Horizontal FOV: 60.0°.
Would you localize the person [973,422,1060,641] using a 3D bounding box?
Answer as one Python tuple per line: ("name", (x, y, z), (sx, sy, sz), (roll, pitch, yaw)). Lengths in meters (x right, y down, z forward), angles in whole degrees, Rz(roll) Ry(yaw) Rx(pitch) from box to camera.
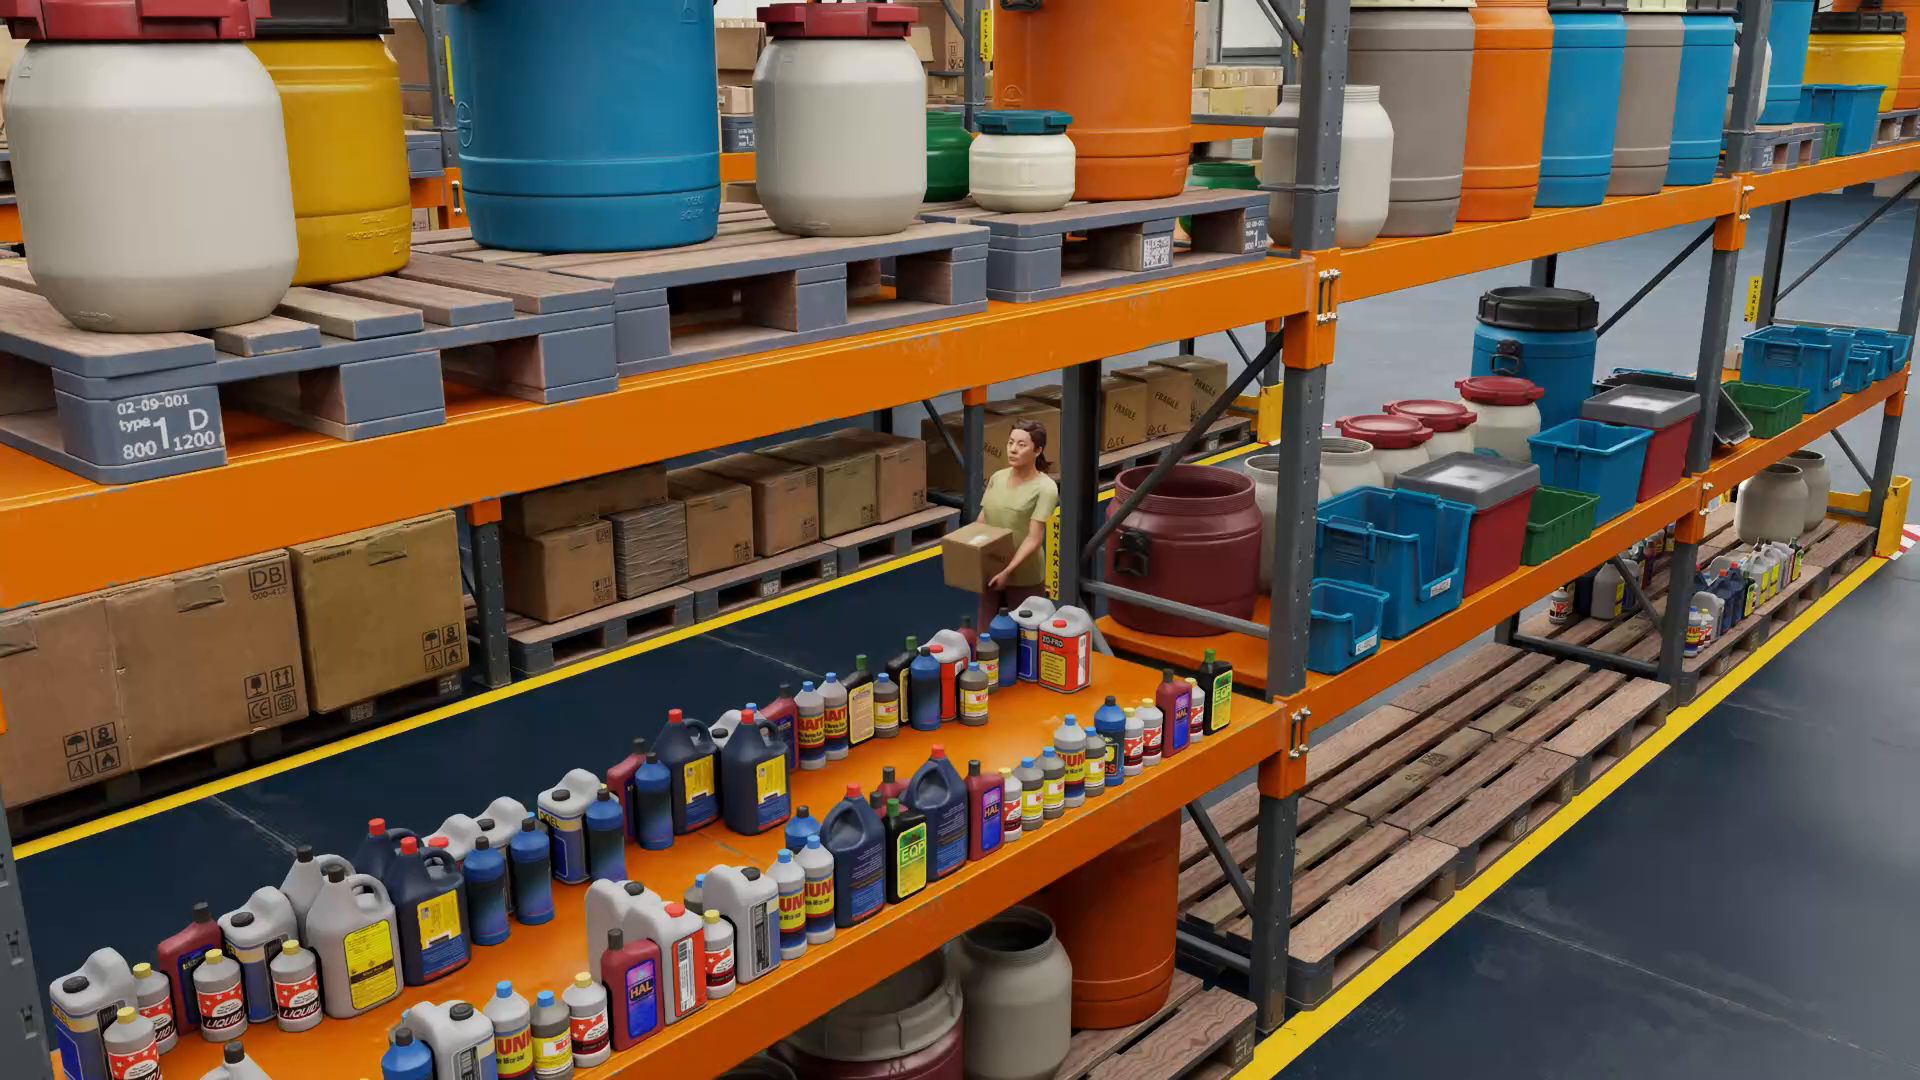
("person", (0.265, 0.213, 8.353), (0.507, 1.671, 0.364), (13, 21, 37))
